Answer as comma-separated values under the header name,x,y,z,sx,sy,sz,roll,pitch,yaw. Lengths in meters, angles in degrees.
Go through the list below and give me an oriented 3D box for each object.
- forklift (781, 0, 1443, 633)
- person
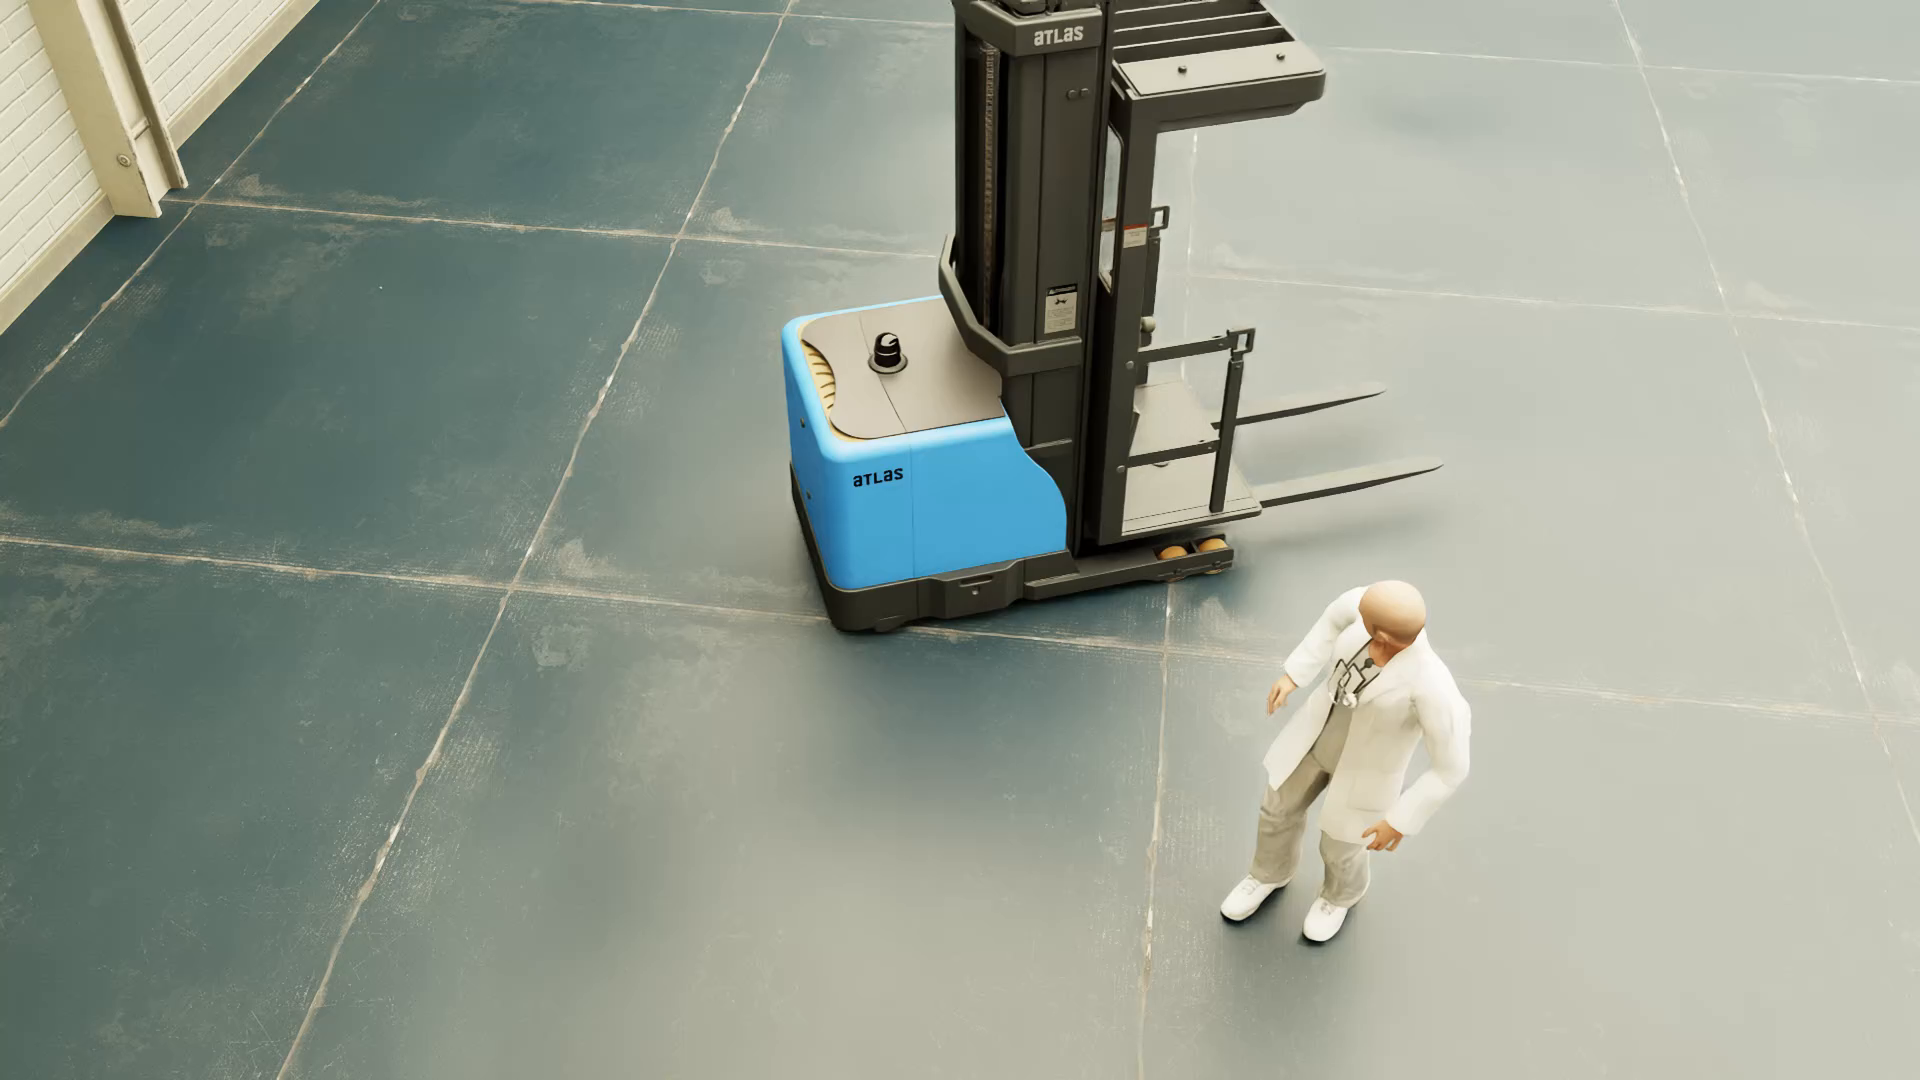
name,x,y,z,sx,sy,sz,roll,pitch,yaw
forklift,0.768,-1.223,7.055,3.031,2.935,1.130,-11,44,-11
person,1.316,0.824,5.781,0.557,1.647,0.799,-24,48,-24
